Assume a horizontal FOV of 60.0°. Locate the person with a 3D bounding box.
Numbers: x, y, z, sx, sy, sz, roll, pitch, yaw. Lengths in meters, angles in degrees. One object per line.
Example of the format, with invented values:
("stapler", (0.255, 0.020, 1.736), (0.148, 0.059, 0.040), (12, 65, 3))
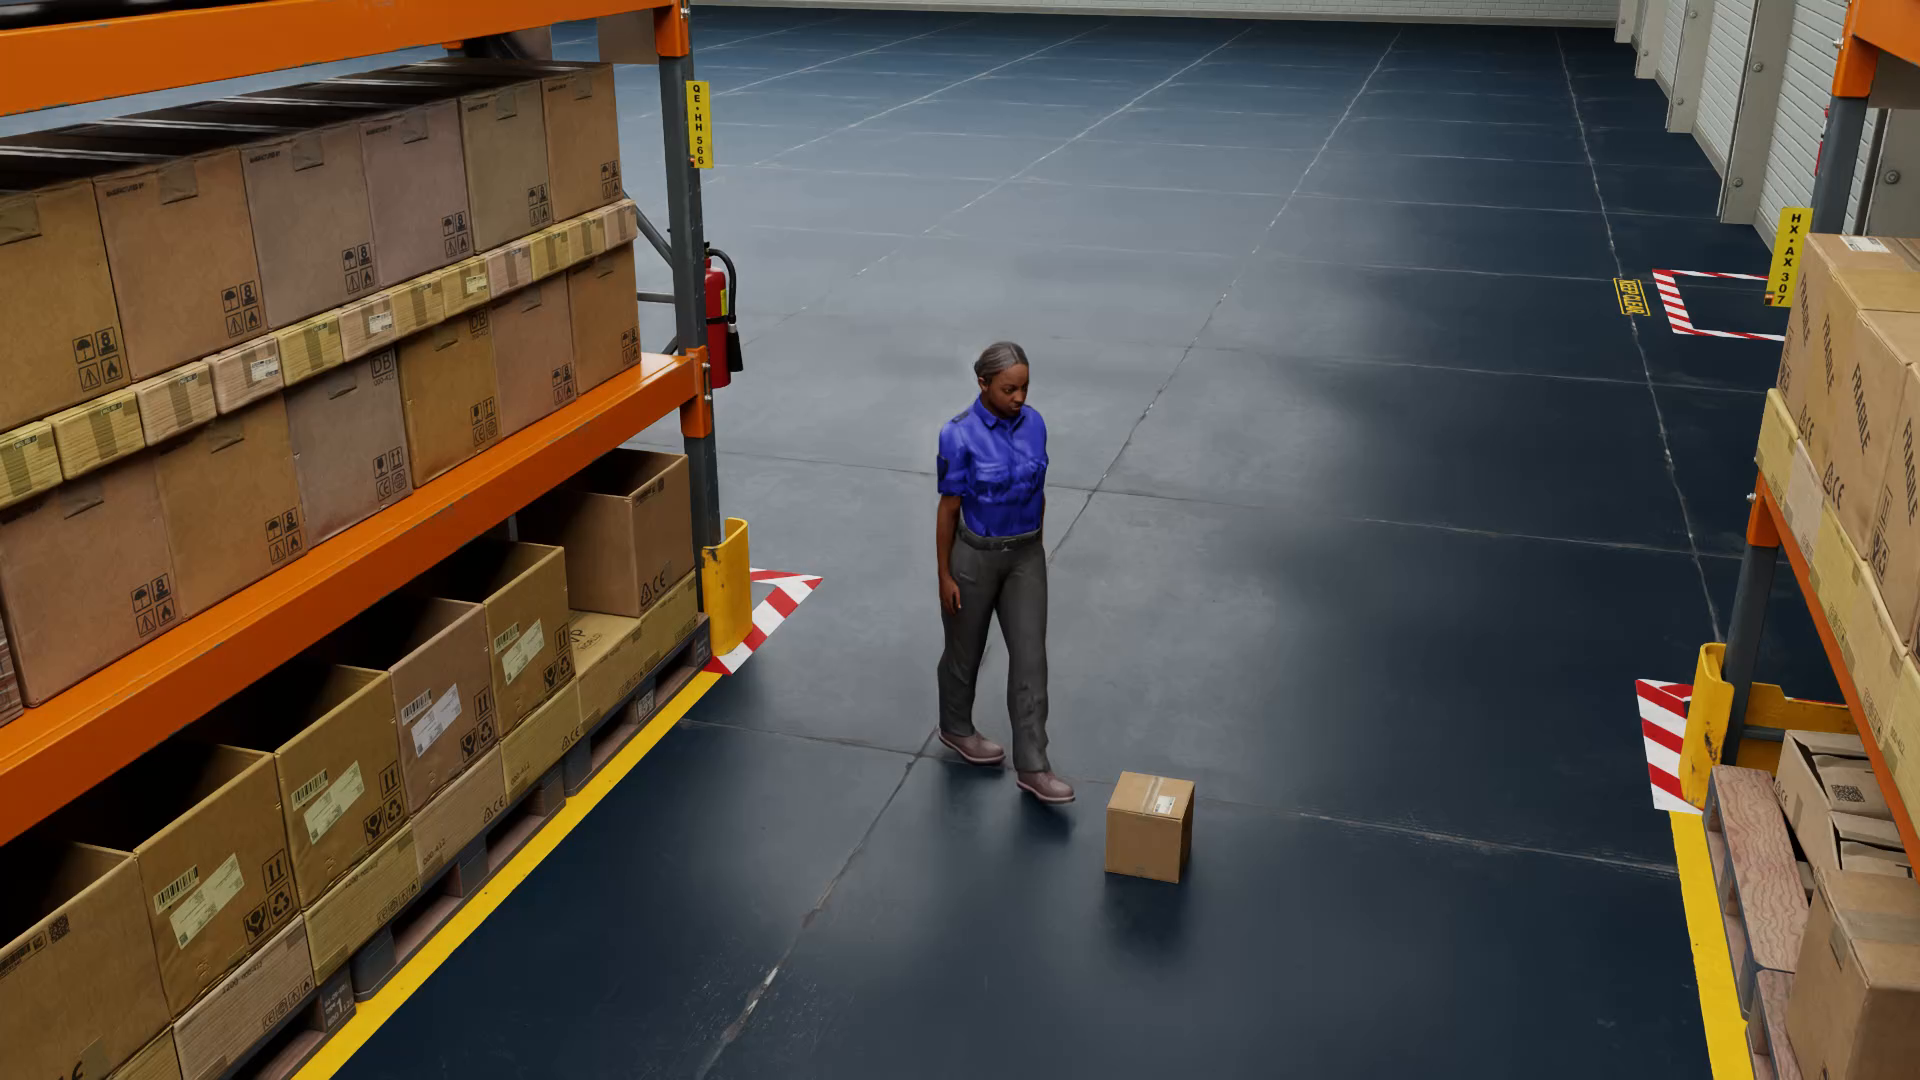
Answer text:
("person", (0.170, 0.111, 5.808), (0.457, 1.641, 0.712), (-12, 25, -26))
